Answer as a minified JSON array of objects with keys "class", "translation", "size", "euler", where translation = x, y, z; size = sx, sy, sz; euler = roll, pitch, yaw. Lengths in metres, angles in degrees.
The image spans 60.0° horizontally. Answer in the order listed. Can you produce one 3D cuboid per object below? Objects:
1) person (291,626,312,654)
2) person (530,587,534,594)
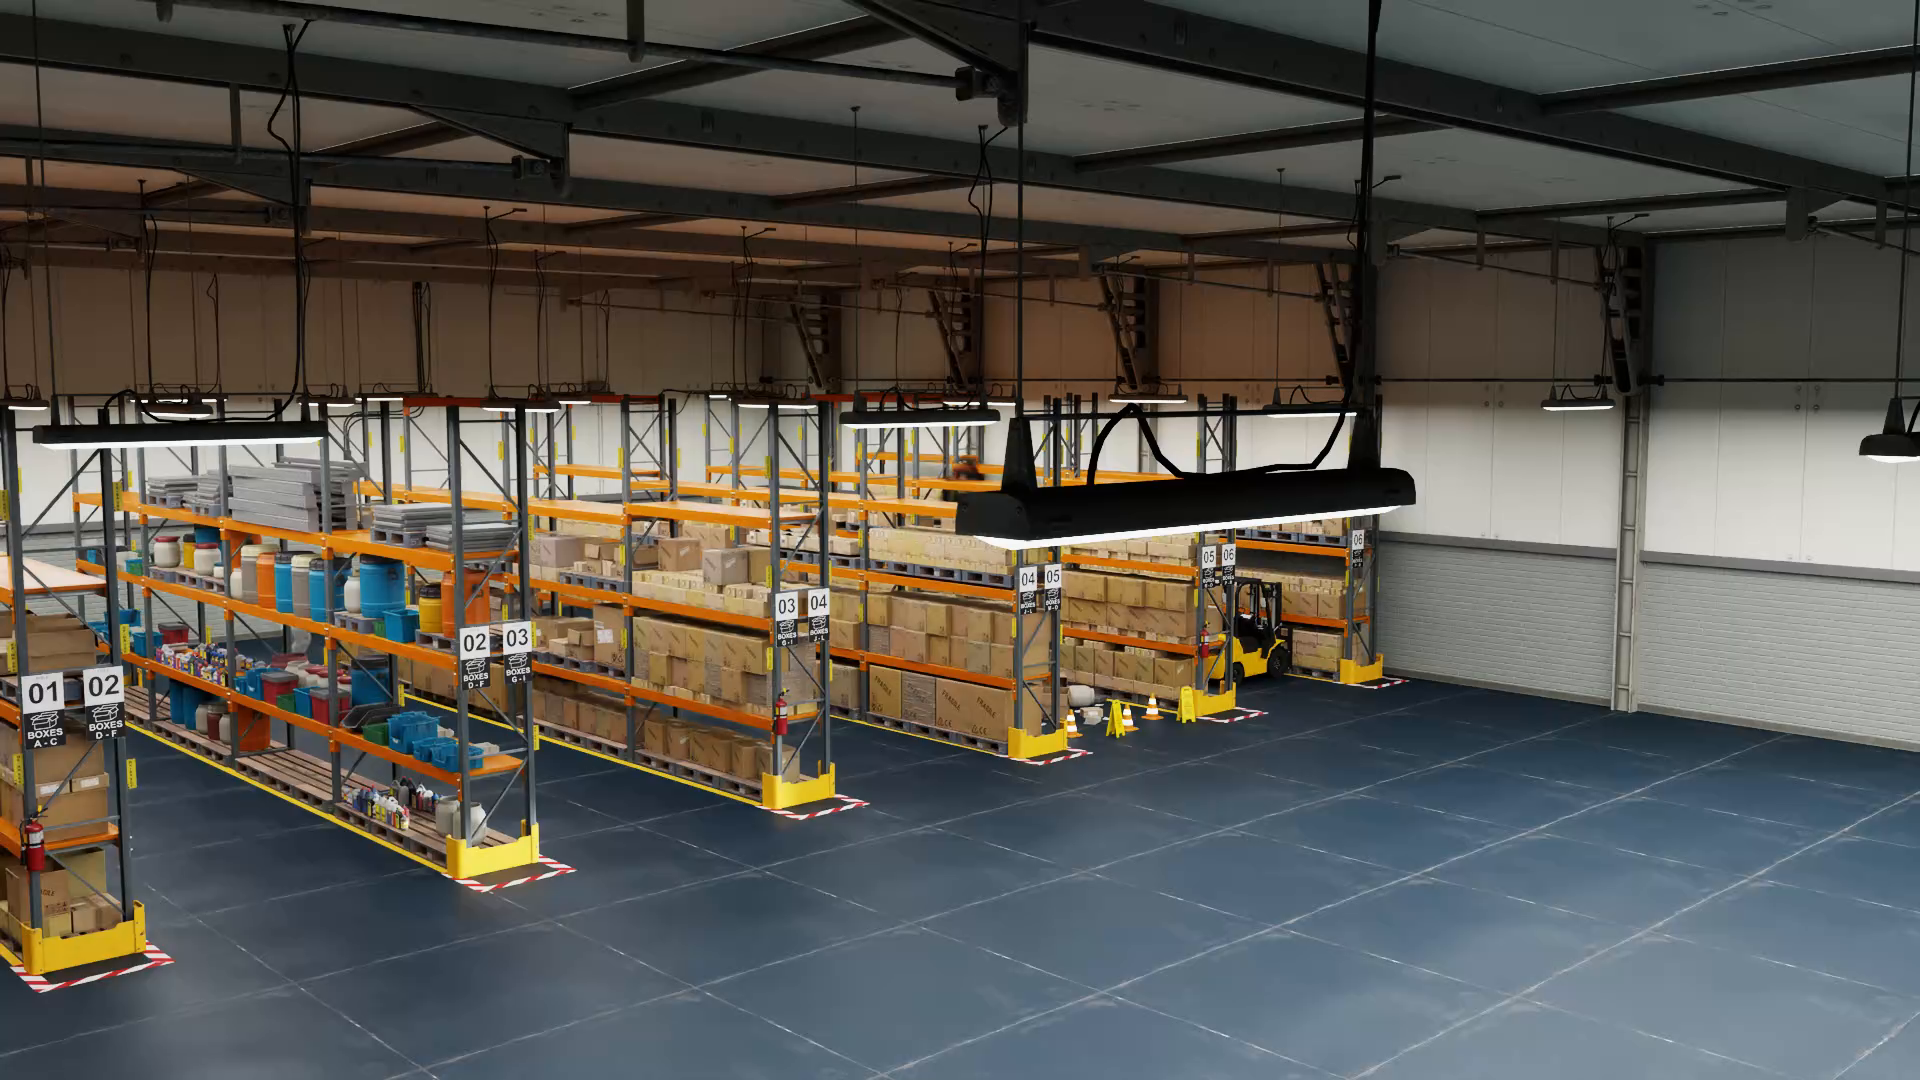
[{"class":"person","translation":[-14.658,1.951,36.900],"size":[0.673,1.709,0.582],"euler":[-3,6,-30]},{"class":"person","translation":[-10.555,1.572,40.504],"size":[0.621,1.747,0.722],"euler":[-4,7,-36]}]
